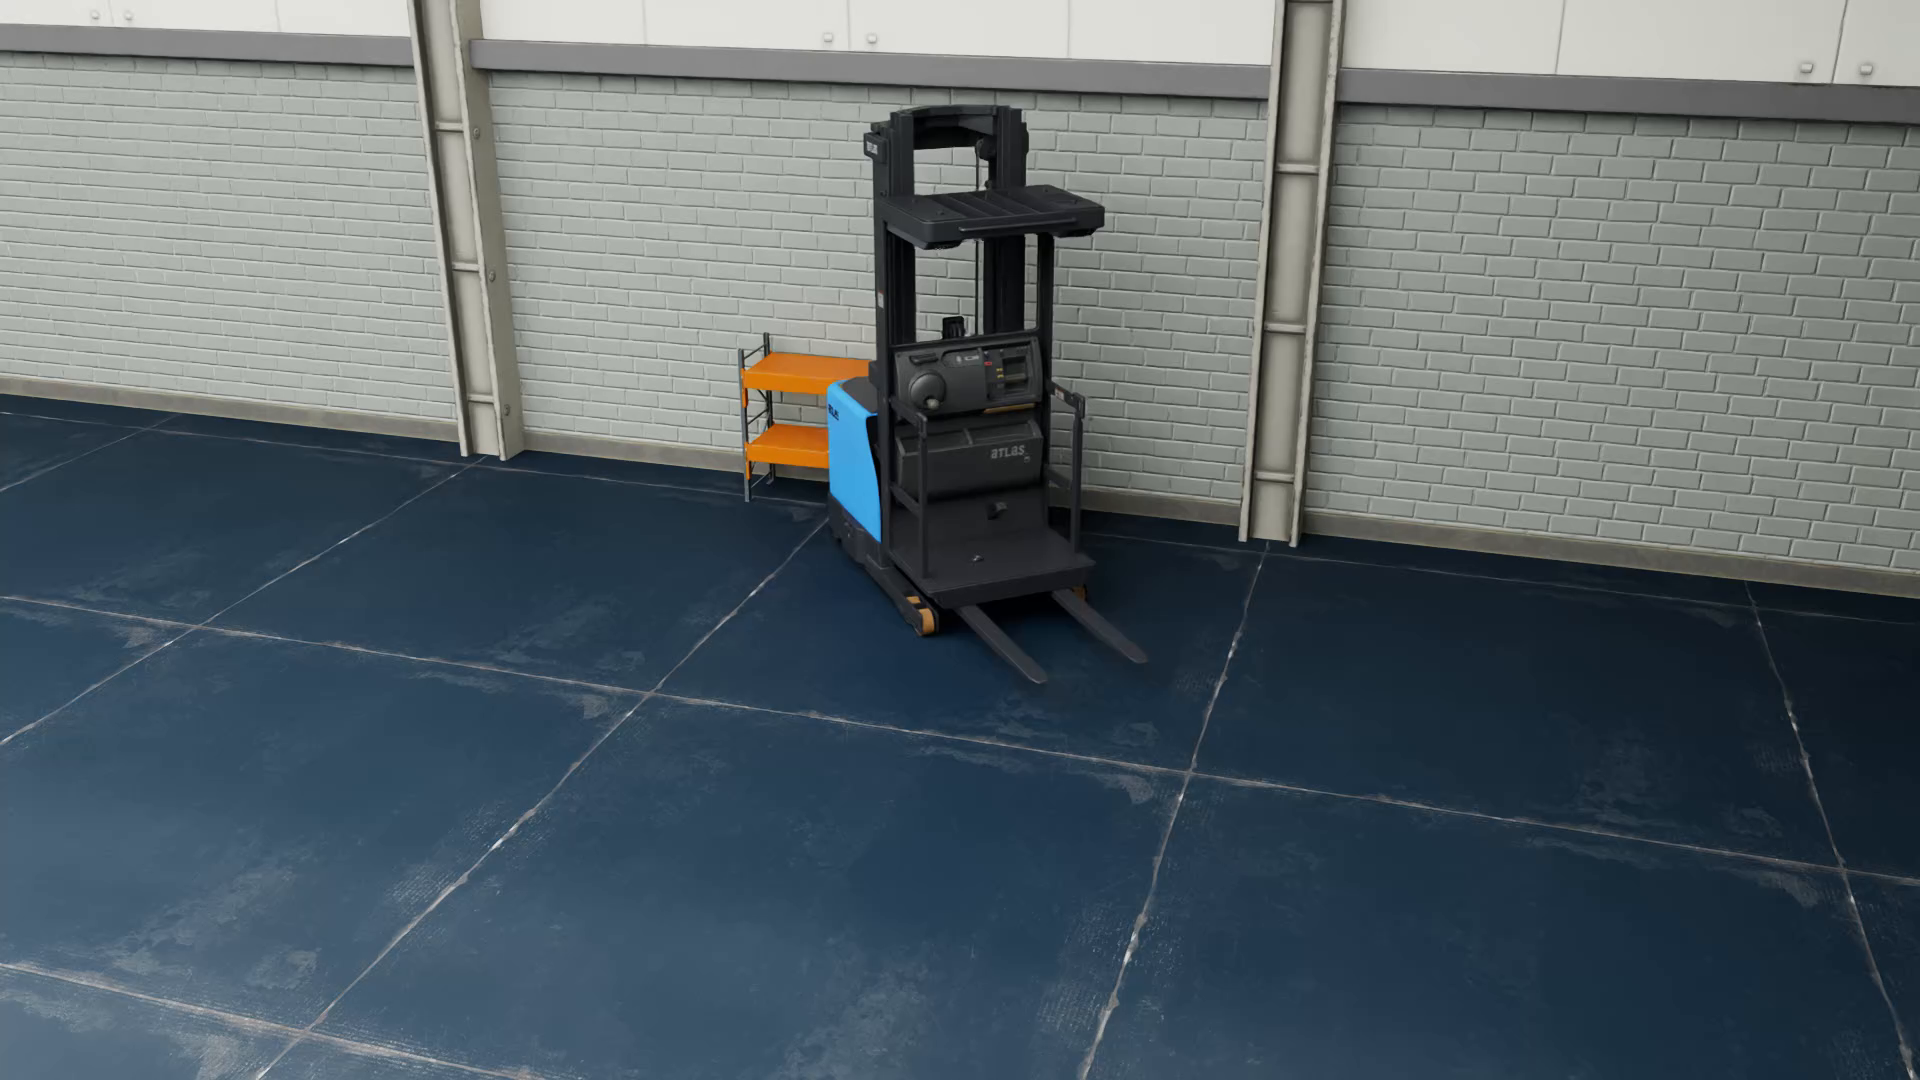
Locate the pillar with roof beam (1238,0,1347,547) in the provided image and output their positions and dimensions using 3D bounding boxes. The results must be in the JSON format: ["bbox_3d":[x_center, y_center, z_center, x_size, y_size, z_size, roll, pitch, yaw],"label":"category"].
[{"bbox_3d":[0.874,-2.628,5.818,0.400,9.000,9.100,7,23,16],"label":"pillar with roof beam"}]

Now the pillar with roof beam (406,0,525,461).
[{"bbox_3d":[-4.871,-3.285,7.422,0.400,9.000,9.100,7,23,16],"label":"pillar with roof beam"}]

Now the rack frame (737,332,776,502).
[{"bbox_3d":[-1.456,-0.883,11.941,0.032,1.125,0.500,6,23,15],"label":"rack frame"}]

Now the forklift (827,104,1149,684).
[{"bbox_3d":[0.140,-0.968,9.768,1.130,2.935,3.031,-9,24,-21],"label":"forklift"}]

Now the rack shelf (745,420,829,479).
[{"bbox_3d":[-0.968,-0.602,11.900,1.000,0.278,0.538,6,23,15],"label":"rack shelf"}]

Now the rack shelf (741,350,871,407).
[{"bbox_3d":[-0.968,-1.099,11.696,1.000,0.278,0.538,6,23,15],"label":"rack shelf"}]

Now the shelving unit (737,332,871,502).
[{"bbox_3d":[-0.968,-0.828,11.807,1.048,1.125,0.538,6,23,15],"label":"shelving unit"}]
